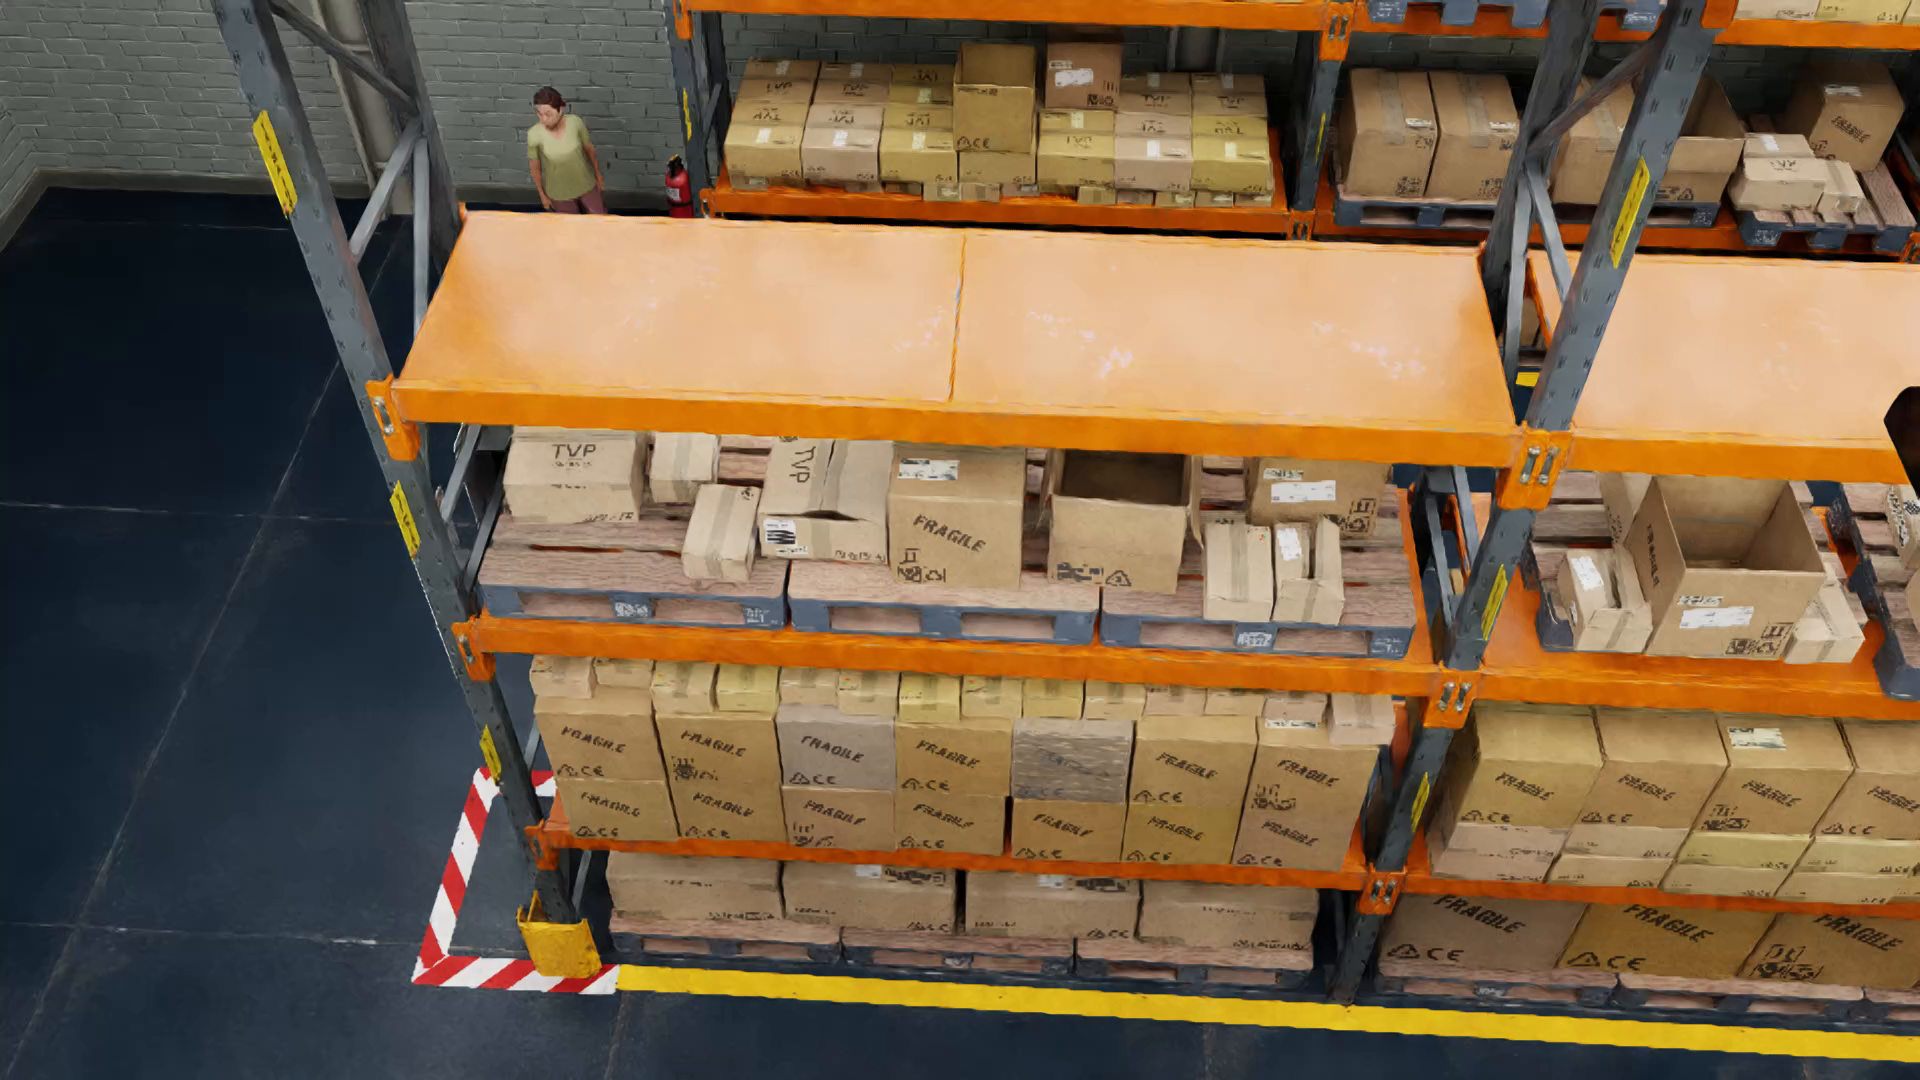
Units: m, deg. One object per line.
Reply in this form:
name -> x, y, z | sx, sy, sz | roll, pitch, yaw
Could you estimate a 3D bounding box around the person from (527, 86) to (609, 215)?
person -> -2.751, -2.534, 11.899 | 0.571, 1.666, 0.375 | -21, 51, -18
